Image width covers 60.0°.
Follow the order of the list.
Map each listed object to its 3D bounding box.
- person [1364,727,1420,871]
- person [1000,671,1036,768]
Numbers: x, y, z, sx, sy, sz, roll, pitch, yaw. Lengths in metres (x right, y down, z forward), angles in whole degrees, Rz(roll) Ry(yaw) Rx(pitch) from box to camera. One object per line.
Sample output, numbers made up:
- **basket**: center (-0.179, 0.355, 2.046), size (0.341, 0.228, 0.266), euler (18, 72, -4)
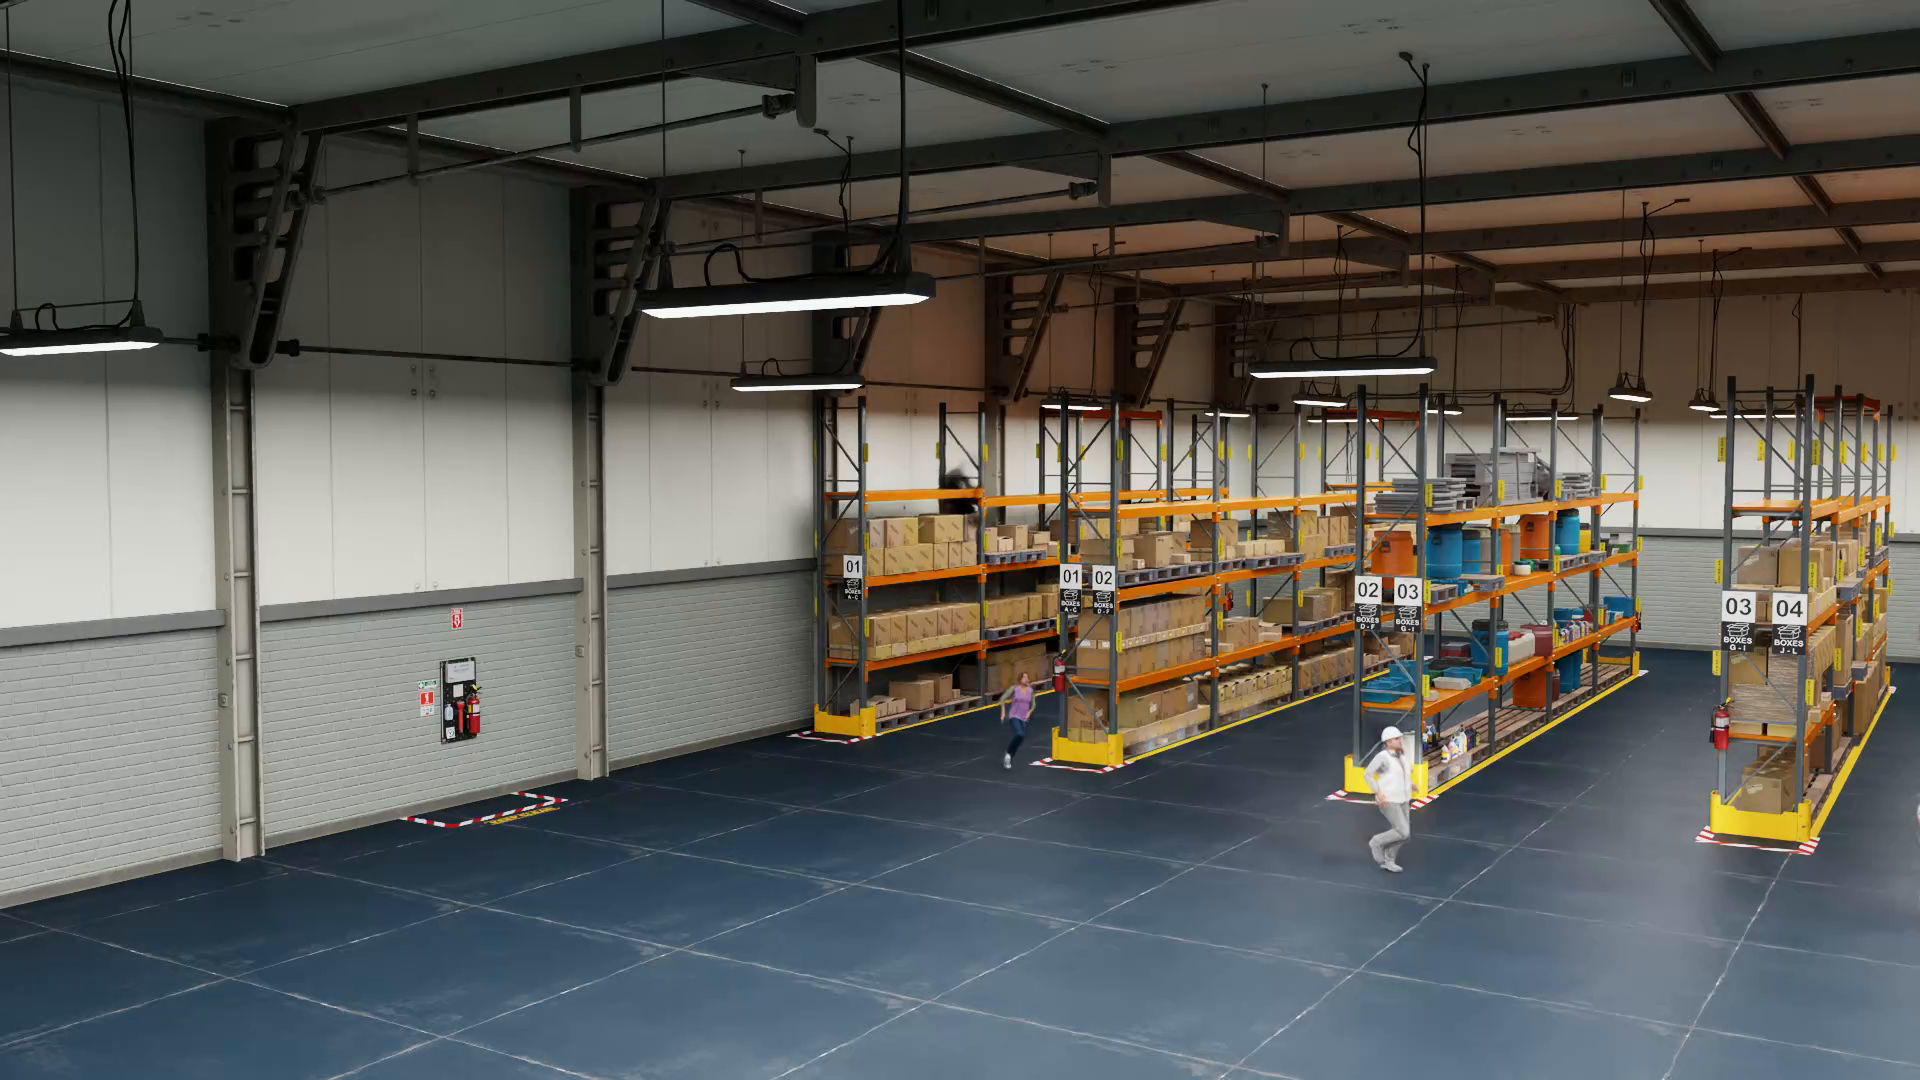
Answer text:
- **person**: center (5.196, 3.096, 19.818), size (0.652, 1.728, 0.569), euler (-2, 4, -39)
- **person**: center (0.957, 2.847, 26.286), size (0.547, 1.529, 0.545), euler (-1, 3, -20)
